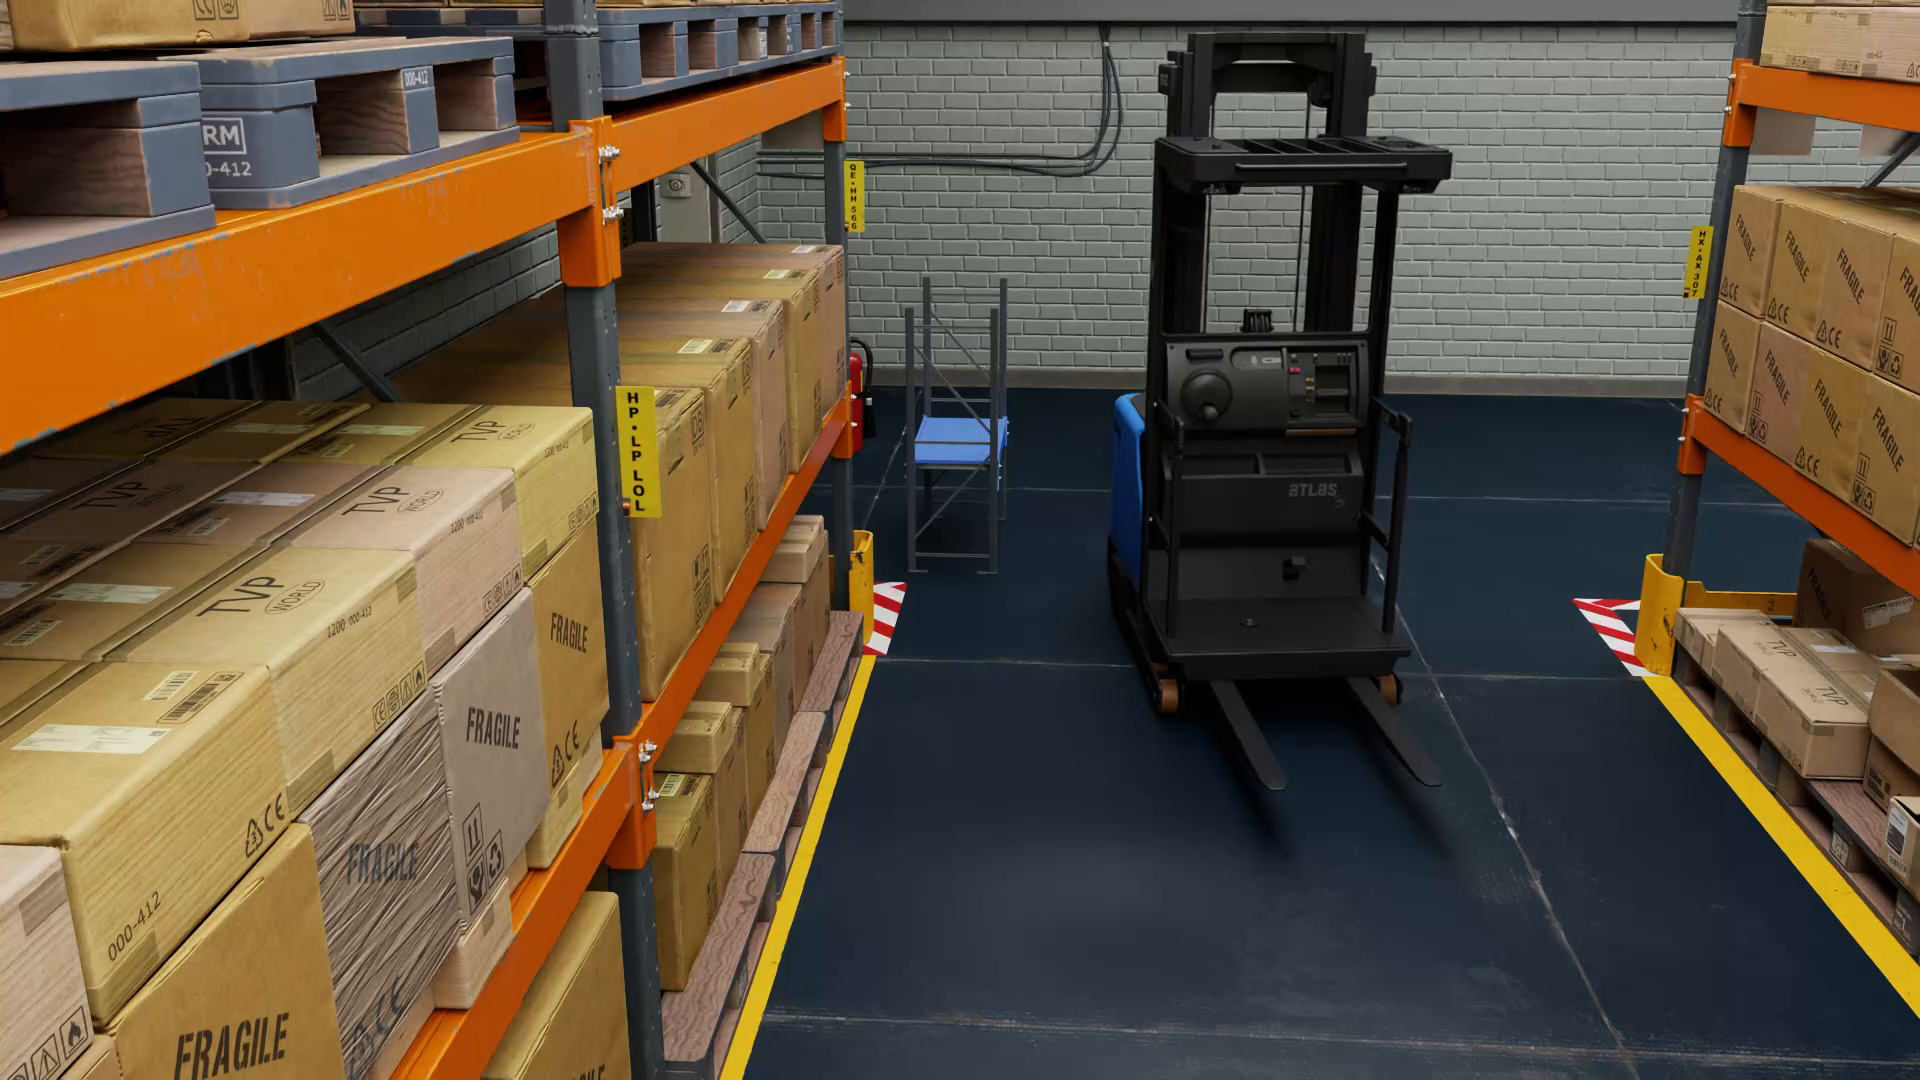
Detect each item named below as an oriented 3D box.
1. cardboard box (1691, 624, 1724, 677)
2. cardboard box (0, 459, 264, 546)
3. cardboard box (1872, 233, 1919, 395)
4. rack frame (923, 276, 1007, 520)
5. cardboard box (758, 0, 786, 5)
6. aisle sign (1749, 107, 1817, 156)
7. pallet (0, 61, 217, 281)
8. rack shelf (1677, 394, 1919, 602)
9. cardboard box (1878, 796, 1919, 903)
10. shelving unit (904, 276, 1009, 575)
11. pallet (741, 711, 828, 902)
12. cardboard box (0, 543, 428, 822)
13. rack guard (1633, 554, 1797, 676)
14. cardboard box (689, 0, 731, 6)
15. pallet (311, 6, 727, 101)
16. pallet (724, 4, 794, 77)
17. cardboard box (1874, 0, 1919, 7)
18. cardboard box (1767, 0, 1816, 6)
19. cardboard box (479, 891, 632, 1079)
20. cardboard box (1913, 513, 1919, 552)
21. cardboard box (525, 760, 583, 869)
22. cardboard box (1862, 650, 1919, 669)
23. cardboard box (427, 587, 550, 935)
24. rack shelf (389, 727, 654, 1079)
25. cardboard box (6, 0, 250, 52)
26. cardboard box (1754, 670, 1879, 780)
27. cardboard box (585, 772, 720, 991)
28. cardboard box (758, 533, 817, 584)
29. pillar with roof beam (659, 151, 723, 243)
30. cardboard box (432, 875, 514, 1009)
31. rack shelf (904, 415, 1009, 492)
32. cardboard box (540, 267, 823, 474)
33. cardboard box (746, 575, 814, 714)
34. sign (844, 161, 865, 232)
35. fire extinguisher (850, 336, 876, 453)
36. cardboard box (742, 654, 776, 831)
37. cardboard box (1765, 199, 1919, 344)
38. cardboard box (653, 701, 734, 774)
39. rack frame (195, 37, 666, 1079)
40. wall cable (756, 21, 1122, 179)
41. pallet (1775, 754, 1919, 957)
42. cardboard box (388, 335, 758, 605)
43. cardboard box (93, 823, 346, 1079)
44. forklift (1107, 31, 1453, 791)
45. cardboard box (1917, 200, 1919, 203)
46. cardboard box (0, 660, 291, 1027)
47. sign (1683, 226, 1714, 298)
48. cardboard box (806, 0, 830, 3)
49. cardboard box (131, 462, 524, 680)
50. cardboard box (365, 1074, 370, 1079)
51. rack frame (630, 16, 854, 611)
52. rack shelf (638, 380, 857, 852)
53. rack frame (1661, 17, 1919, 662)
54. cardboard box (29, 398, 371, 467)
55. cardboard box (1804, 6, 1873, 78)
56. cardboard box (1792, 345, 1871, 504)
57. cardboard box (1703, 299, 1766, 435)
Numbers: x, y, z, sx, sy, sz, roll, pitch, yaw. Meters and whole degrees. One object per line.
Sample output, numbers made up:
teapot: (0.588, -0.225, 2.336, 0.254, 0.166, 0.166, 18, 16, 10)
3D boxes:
cardboard box: (3.516, 0.497, 7.433, 0.380, 0.166, 0.250, 1, 18, 4)
cardboard box: (-1.645, 0.037, 3.117, 0.500, 0.250, 0.500, 1, 18, 5)
cardboard box: (3.505, -0.755, 5.645, 0.500, 0.500, 0.500, 1, 18, 3)
rack frame: (0.030, -0.844, 10.090, 0.500, 1.500, 0.032, 1, 18, 4)
cardboard box: (-0.891, -1.994, 5.780, 0.500, 0.250, 0.500, 1, 18, 2)
aisle sign: (3.618, -2.103, 7.350, 0.394, 0.787, 0.004, 1, 18, 4)
pallet: (-1.538, -0.349, 1.658, 1.003, 0.211, 1.213, 2, 18, 6)
rack shelf: (3.763, 0.123, 5.887, 1.077, 0.370, 4.000, 1, 18, 4)
cardboard box: (3.431, 1.054, 5.499, 0.500, 0.311, 0.500, 1, 18, 4)
shelving unit: (-0.006, -0.686, 9.609, 0.538, 1.500, 1.048, 1, 18, 4)
pallet: (-1.104, 1.003, 6.522, 1.003, 0.211, 1.213, 1, 18, 4)
cardboard box: (-1.183, 0.206, 2.604, 0.500, 0.250, 0.500, 2, 18, 5)
rack guard: (3.901, 0.371, 7.988, 1.175, 0.500, 0.348, 1, 18, 4)
cardboard box: (-0.958, -1.675, 4.807, 0.500, 0.250, 0.500, 1, 18, 3)
pallet: (-1.252, -1.345, 4.534, 1.003, 0.211, 1.213, 1, 18, 4)
pallet: (-1.162, -1.722, 5.688, 1.003, 0.211, 1.213, 1, 18, 4)
cardboard box: (3.538, -1.968, 5.732, 0.500, 0.250, 0.500, 1, 18, 4)
cardboard box: (3.610, -2.278, 6.680, 0.500, 0.250, 0.500, 1, 18, 4)
cardboard box: (-1.238, 1.319, 3.857, 0.750, 0.750, 0.750, 1, 18, 5)
cardboard box: (3.470, -0.126, 5.331, 0.500, 0.500, 0.500, 2, 18, 5)
cardboard box: (-1.058, 0.593, 3.668, 0.380, 0.149, 0.250, 2, 18, 5)
cardboard box: (3.994, 0.595, 7.133, 0.380, 0.166, 0.250, 1, 18, 4)
cardboard box: (-1.130, 0.402, 3.209, 0.500, 0.500, 0.500, 1, 18, 4)
rack shelf: (-1.465, 1.256, 2.429, 1.077, 0.370, 4.000, 1, 18, 4)
cardboard box: (-1.469, -0.944, 2.303, 0.700, 0.500, 0.500, 1, 18, 3)
cardboard box: (3.513, 0.730, 6.586, 0.500, 0.250, 0.500, 1, 18, 4)
cardboard box: (-1.166, 1.051, 5.239, 0.700, 0.500, 0.500, 2, 18, 5)
cardboard box: (-0.830, 0.073, 7.180, 0.380, 0.149, 0.250, 2, 18, 5)
pillar with roof beam: (2.590, -4.562, 9.395, 9.100, 9.000, 0.400, 1, 18, 4)
cardboard box: (-1.082, 0.755, 3.172, 0.380, 0.149, 0.250, 1, 18, 4)
rack shelf: (-0.006, -0.515, 9.665, 0.538, 0.185, 1.000, 1, 18, 4)
cardboard box: (-1.102, -0.707, 6.783, 0.980, 0.700, 0.700, 1, 18, 3)
cardboard box: (-1.021, 0.414, 7.184, 0.700, 0.500, 0.500, 1, 18, 4)
sign: (-0.494, -1.596, 7.737, 0.100, 0.325, 0.005, 1, 18, 4)
fire extinguisher: (-0.564, -0.772, 8.186, 0.296, 0.674, 0.183, 1, 18, 4)
cardboard box: (-1.087, 0.736, 6.201, 0.700, 0.500, 0.500, 2, 18, 5)
cardboard box: (3.582, -1.069, 6.600, 0.500, 0.500, 0.500, 1, 18, 4)
cardboard box: (-0.959, 0.640, 5.450, 0.380, 0.149, 0.250, 2, 18, 6)
rack frame: (-1.321, 0.293, 4.213, 1.000, 3.000, 0.127, 1, 18, 4)
wall cable: (-0.273, -4.074, 12.890, 3.097, 2.526, 0.112, 1, 18, 4)
pallet: (3.755, 1.134, 6.124, 1.003, 0.211, 1.213, 1, 18, 4)
cardboard box: (-1.208, -0.245, 5.371, 0.980, 0.700, 0.700, 1, 18, 3)
cardboard box: (-1.205, 0.713, 2.260, 0.500, 0.500, 0.500, 2, 18, 5)
forklift: (1.417, -0.710, 7.382, 1.130, 2.935, 3.031, -1, 18, -3)
cardboard box: (4.113, -1.062, 6.580, 0.500, 0.500, 0.500, 2, 18, 5)
cardboard box: (-1.218, 0.364, 2.121, 0.500, 0.250, 0.500, 1, 18, 3)
sign: (3.365, -1.264, 7.572, 0.100, 0.325, 0.005, 1, 18, 4)
cardboard box: (-0.822, -2.318, 6.767, 0.500, 0.250, 0.500, 2, 18, 6)
cardboard box: (-1.146, 0.047, 3.087, 0.500, 0.250, 0.500, 2, 18, 5)
cardboard box: (-1.198, 0.907, 2.708, 0.380, 0.149, 0.250, 1, 18, 2)
rack frame: (-1.035, -0.950, 8.004, 1.000, 3.000, 0.127, 1, 18, 4)
rack shelf: (-1.178, 0.013, 6.221, 1.077, 0.370, 4.000, 1, 18, 4)
rack frame: (3.906, -0.840, 7.670, 1.000, 3.000, 0.127, 1, 18, 4)
cardboard box: (-1.614, -0.125, 3.613, 0.500, 0.250, 0.500, 2, 18, 6)
cardboard box: (3.567, -1.886, 6.284, 0.500, 0.250, 0.500, 1, 18, 4)
cardboard box: (3.541, -0.440, 6.287, 0.500, 0.500, 0.500, 1, 18, 4)
cardboard box: (3.612, -0.756, 7.252, 0.500, 0.500, 0.500, 2, 18, 5)
